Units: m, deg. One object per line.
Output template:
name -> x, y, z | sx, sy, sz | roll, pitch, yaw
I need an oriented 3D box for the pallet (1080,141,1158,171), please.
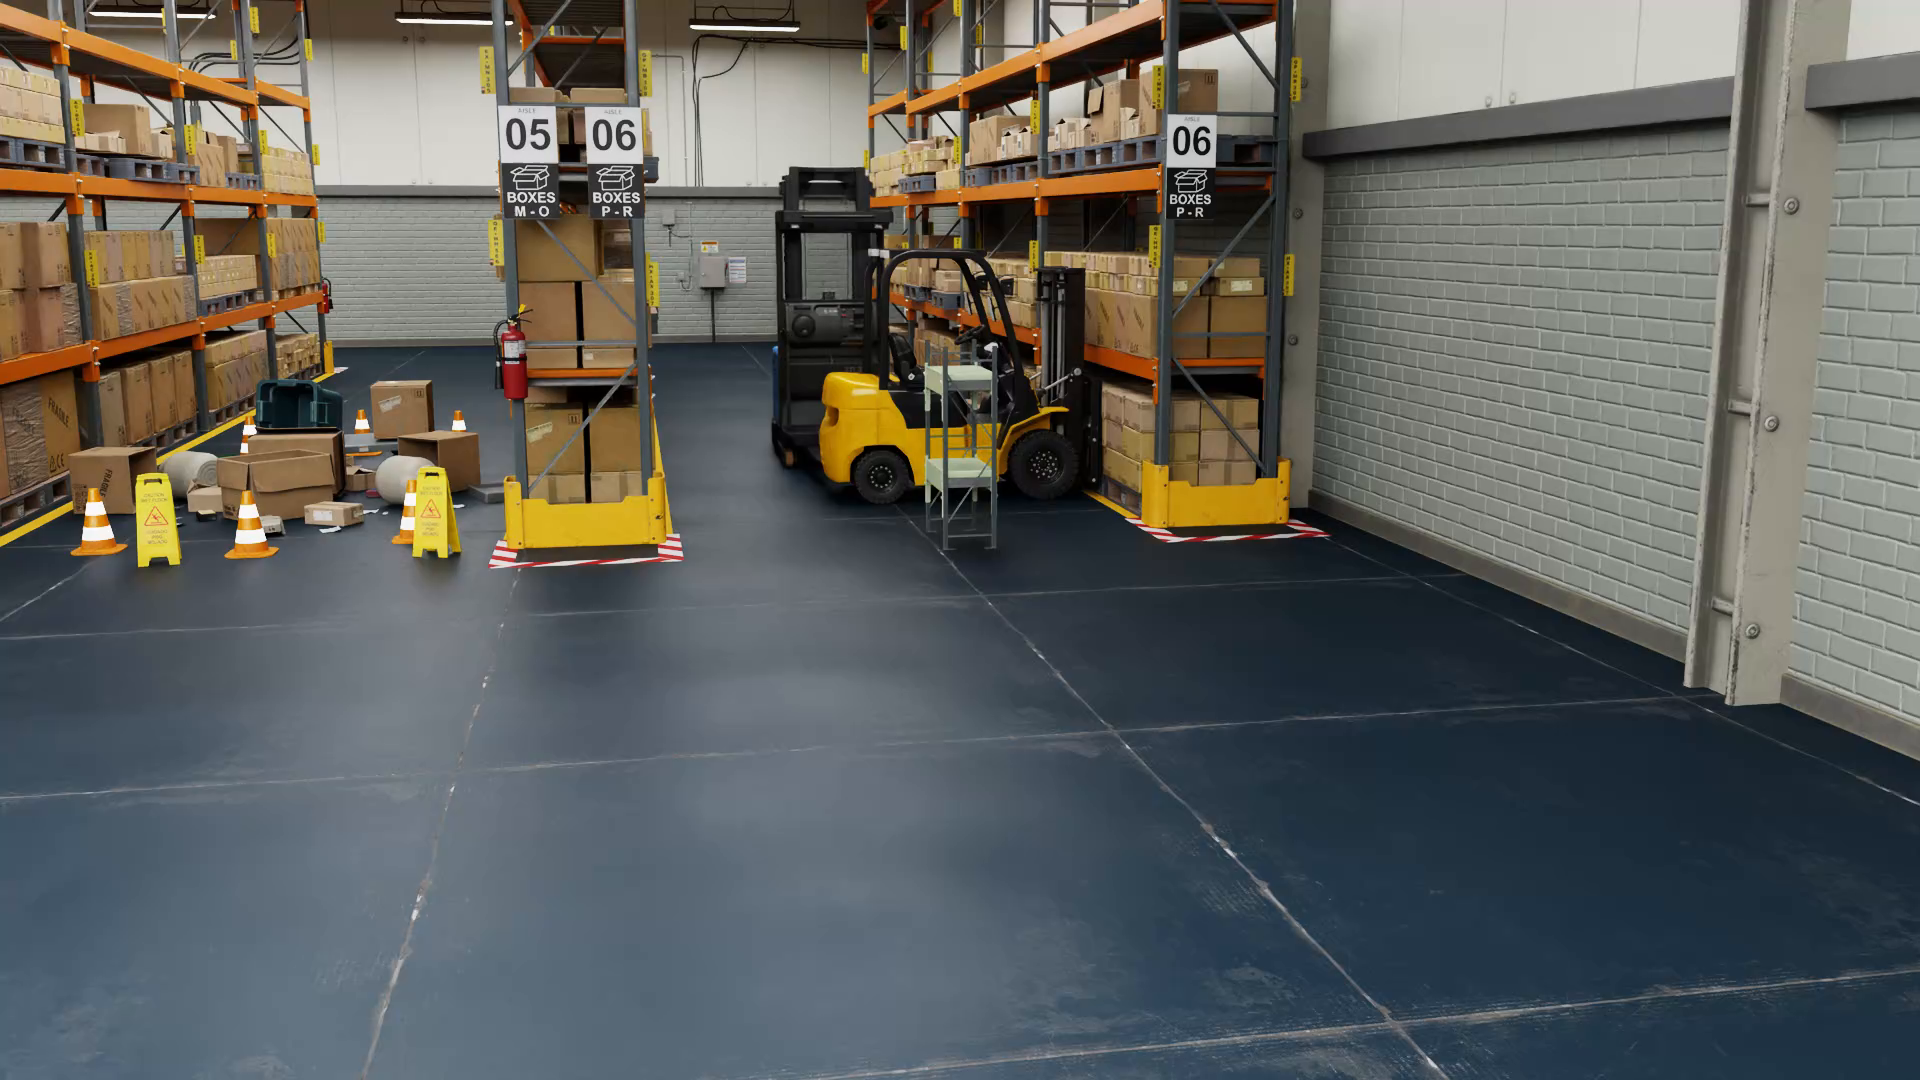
pallet -> 1.708, -3.410, 14.802 | 1.003, 0.211, 1.213 | -2, 11, -11

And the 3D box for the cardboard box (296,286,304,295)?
cardboard box -> -10.245, -3.819, 25.409 | 0.380, 0.149, 0.250 | -3, 11, -14

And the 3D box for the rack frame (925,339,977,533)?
rack frame -> -0.070, -0.803, 12.903 | 0.400, 1.500, 0.023 | -2, 11, -11

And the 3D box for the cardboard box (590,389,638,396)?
cardboard box -> -2.894, -1.018, 14.246 | 0.500, 0.500, 0.500 | -2, 11, -10

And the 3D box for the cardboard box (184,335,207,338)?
cardboard box -> -9.892, -2.456, 21.135 | 0.500, 0.250, 0.500 | -2, 11, -9

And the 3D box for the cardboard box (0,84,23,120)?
cardboard box -> -7.880, -3.514, 13.331 | 0.500, 0.250, 0.500 | -2, 11, -12

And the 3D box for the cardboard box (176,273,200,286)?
cardboard box -> -9.096, -3.037, 19.384 | 0.380, 0.149, 0.250 | -2, 11, -8

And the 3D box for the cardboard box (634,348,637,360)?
cardboard box -> -2.705, -1.487, 13.160 | 0.380, 0.149, 0.250 | -2, 11, -13

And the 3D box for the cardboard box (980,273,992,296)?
cardboard box -> 0.532, -2.985, 19.421 | 0.500, 0.250, 0.500 | -2, 11, -12

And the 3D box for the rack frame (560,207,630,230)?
rack frame -> -4.363, -2.911, 19.967 | 1.000, 3.000, 0.127 | -2, 11, -11

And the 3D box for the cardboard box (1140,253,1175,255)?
cardboard box -> 1.859, -2.589, 15.476 | 0.380, 0.149, 0.250 | -2, 11, -12

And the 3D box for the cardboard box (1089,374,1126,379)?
cardboard box -> 1.267, -1.420, 15.691 | 0.500, 0.250, 0.500 | -2, 11, -9

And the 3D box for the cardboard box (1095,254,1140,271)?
cardboard box -> 1.448, -2.524, 15.139 | 0.380, 0.149, 0.250 | -2, 11, -11

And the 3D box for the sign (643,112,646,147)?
sign -> -3.055, -3.926, 15.894 | 0.100, 0.325, 0.005 | -2, 11, -11

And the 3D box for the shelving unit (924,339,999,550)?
shelving unit -> 0.001, -0.736, 12.550 | 0.431, 1.500, 0.755 | -2, 11, -11

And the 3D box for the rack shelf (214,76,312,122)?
rack shelf -> -10.366, -6.405, 24.212 | 1.077, 0.370, 4.000 | -2, 11, -11

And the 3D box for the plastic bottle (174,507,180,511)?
plastic bottle -> -6.675, -0.257, 13.881 | 0.283, 0.061, 0.133 | -6, 13, -31

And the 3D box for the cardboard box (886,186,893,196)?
cardboard box -> -0.961, -5.512, 26.284 | 0.380, 0.149, 0.250 | -2, 11, -10

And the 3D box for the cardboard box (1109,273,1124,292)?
cardboard box -> 1.514, -2.235, 14.412 | 0.380, 0.149, 0.250 | -2, 11, -13

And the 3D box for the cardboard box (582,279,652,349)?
cardboard box -> -2.627, -1.736, 12.730 | 0.500, 0.500, 0.500 | -2, 11, -12

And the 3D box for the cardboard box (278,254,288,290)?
cardboard box -> -9.930, -3.831, 23.742 | 0.500, 0.500, 0.500 | -2, 11, -11

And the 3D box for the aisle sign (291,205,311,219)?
aisle sign -> -10.475, -5.481, 26.517 | 0.394, 0.787, 0.004 | -2, 11, -11

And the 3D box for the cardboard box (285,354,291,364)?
cardboard box -> -10.034, -2.663, 24.373 | 0.380, 0.149, 0.250 | -2, 11, -8

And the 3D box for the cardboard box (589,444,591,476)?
cardboard box -> -3.515, -0.720, 14.687 | 0.500, 0.250, 0.500 | -2, 11, -12

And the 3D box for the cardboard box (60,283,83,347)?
cardboard box -> -8.338, -1.985, 14.702 | 0.875, 0.550, 0.550 | -2, 11, -11

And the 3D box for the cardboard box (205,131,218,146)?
cardboard box -> -9.806, -4.888, 20.935 | 0.797, 0.503, 0.637 | -2, 11, -12

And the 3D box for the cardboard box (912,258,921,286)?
cardboard box -> -0.298, -3.889, 23.716 | 0.700, 0.500, 0.500 | -2, 11, -10

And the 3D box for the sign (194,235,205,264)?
sign -> -8.655, -3.302, 18.924 | 0.100, 0.325, 0.005 | -2, 11, -11

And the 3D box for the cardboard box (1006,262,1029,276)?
cardboard box -> 0.721, -3.014, 18.507 | 0.380, 0.149, 0.250 | -2, 11, -11

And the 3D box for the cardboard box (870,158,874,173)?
cardboard box -> -1.211, -6.260, 27.811 | 0.500, 0.250, 0.500 | -2, 11, -12

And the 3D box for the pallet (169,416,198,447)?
pallet -> -9.120, -1.195, 18.410 | 1.003, 0.211, 1.213 | -2, 11, -11

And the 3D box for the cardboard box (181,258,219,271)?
cardboard box -> -9.303, -3.372, 20.346 | 0.380, 0.149, 0.250 | -2, 11, -8

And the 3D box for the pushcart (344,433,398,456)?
pushcart -> -5.812, -0.797, 15.874 | 1.648, 0.377, 0.936 | -6, 13, -31

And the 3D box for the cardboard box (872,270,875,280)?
cardboard box -> -1.227, -4.539, 28.125 | 0.500, 0.250, 0.500 | -2, 11, -11

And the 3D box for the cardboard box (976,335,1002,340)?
cardboard box -> 0.405, -2.731, 22.850 | 0.380, 0.149, 0.250 | -2, 11, -11

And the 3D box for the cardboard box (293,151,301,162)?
cardboard box -> -10.242, -5.830, 25.280 | 0.380, 0.149, 0.250 | -2, 11, -10

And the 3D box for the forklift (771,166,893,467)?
forklift -> -1.259, -2.236, 16.606 | 1.130, 2.935, 3.031 | -2, 11, -11

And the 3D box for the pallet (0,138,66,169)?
pallet -> -8.272, -3.258, 14.006 | 1.003, 0.211, 1.213 | -2, 11, -11

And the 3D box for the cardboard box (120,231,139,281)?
cardboard box -> -8.820, -2.889, 16.913 | 0.700, 0.500, 0.500 | -2, 11, -12

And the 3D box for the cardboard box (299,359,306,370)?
cardboard box -> -10.127, -2.661, 25.156 | 0.380, 0.149, 0.250 | -2, 11, -10

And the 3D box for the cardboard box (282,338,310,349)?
cardboard box -> -10.141, -3.001, 25.354 | 0.380, 0.149, 0.250 | -2, 11, -9

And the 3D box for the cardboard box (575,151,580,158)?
cardboard box -> -3.659, -3.538, 14.846 | 0.500, 0.250, 0.500 | -2, 11, -11

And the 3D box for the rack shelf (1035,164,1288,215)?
rack shelf -> 1.672, -3.112, 14.924 | 1.077, 0.370, 4.000 | -2, 11, -11

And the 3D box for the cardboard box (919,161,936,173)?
cardboard box -> -0.364, -5.128, 22.873 | 0.380, 0.149, 0.250 | -2, 11, -10

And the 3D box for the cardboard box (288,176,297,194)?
cardboard box -> -10.095, -5.224, 24.499 | 0.500, 0.250, 0.500 | -2, 11, -8

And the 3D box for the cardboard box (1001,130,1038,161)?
cardboard box -> 0.754, -4.308, 18.134 | 0.500, 0.311, 0.500 | -3, 11, -13

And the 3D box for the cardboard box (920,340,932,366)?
cardboard box -> -0.287, -2.610, 23.947 | 0.500, 0.500, 0.500 | -2, 11, -12

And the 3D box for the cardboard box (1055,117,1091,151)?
cardboard box -> 1.206, -3.882, 15.895 | 0.500, 0.311, 0.500 | -2, 11, -10

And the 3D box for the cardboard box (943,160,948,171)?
cardboard box -> -0.025, -4.981, 22.155 | 0.380, 0.149, 0.250 | -2, 11, -9

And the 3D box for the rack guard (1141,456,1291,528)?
rack guard -> 2.065, -0.392, 13.420 | 1.175, 0.500, 0.348 | -2, 11, -11

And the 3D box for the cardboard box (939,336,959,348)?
cardboard box -> -0.070, -2.714, 22.763 | 0.380, 0.149, 0.250 | -3, 11, -14

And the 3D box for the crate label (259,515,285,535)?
crate label -> -5.393, -0.108, 12.899 | 0.250, 0.136, 0.298 | -9, 14, -40

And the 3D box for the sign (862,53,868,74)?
sign -> -1.583, -7.984, 27.868 | 0.100, 0.325, 0.005 | -2, 11, -11

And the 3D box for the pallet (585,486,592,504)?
pallet -> -2.945, -0.238, 13.381 | 1.003, 0.211, 1.213 | -2, 11, -11

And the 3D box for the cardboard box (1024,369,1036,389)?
cardboard box -> 1.170, -1.493, 17.748 | 0.875, 0.625, 0.625 | -2, 11, -8

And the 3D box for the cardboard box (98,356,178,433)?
cardboard box -> -8.996, -1.538, 17.649 | 1.050, 0.750, 0.750 | -2, 11, -10

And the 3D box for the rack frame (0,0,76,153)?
rack frame -> -8.421, -4.926, 14.508 | 1.000, 3.000, 0.127 | -2, 11, -11

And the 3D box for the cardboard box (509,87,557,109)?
cardboard box -> -3.163, -3.237, 12.196 | 0.380, 0.149, 0.250 | -2, 11, -10
